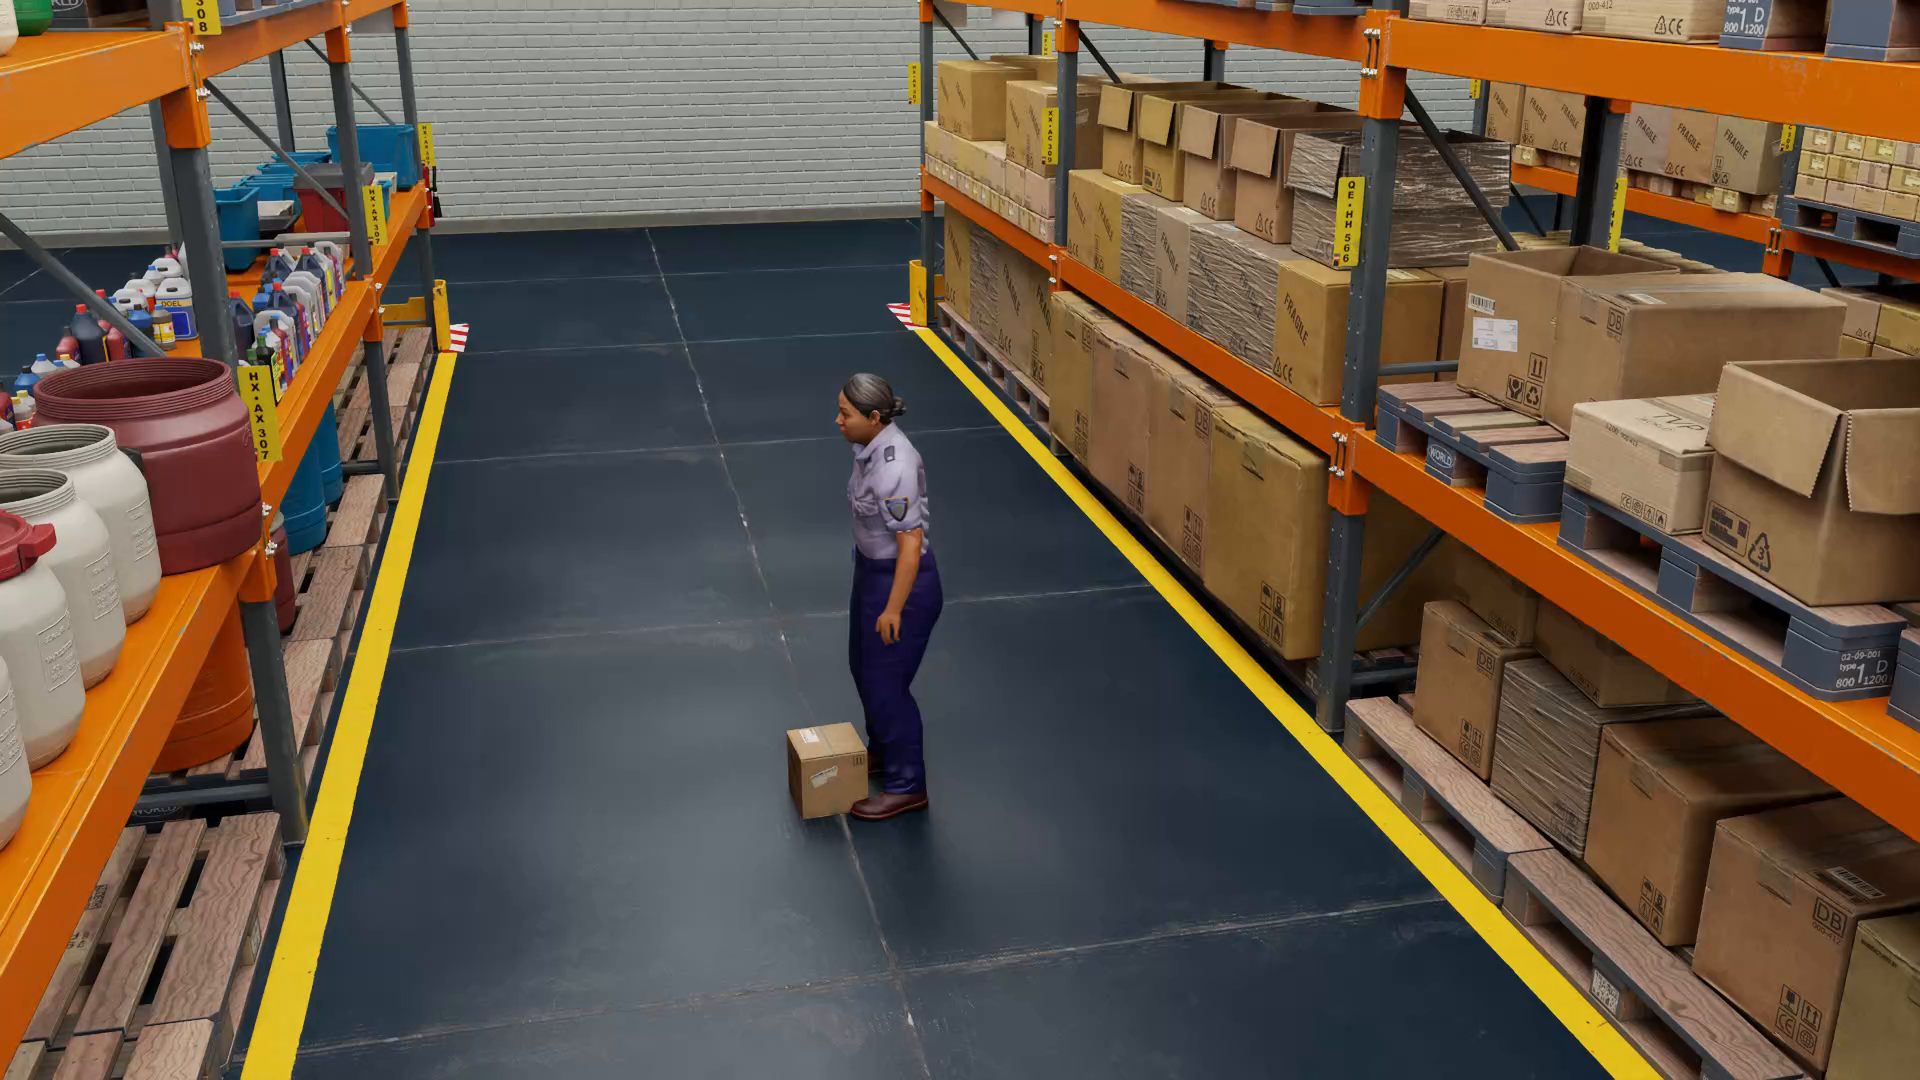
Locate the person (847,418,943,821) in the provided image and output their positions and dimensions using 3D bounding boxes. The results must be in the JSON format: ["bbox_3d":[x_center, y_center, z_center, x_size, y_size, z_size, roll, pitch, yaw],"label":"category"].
[{"bbox_3d":[-0.268,0.265,6.104,0.374,1.477,0.528,-5,20,-13],"label":"person"}]
